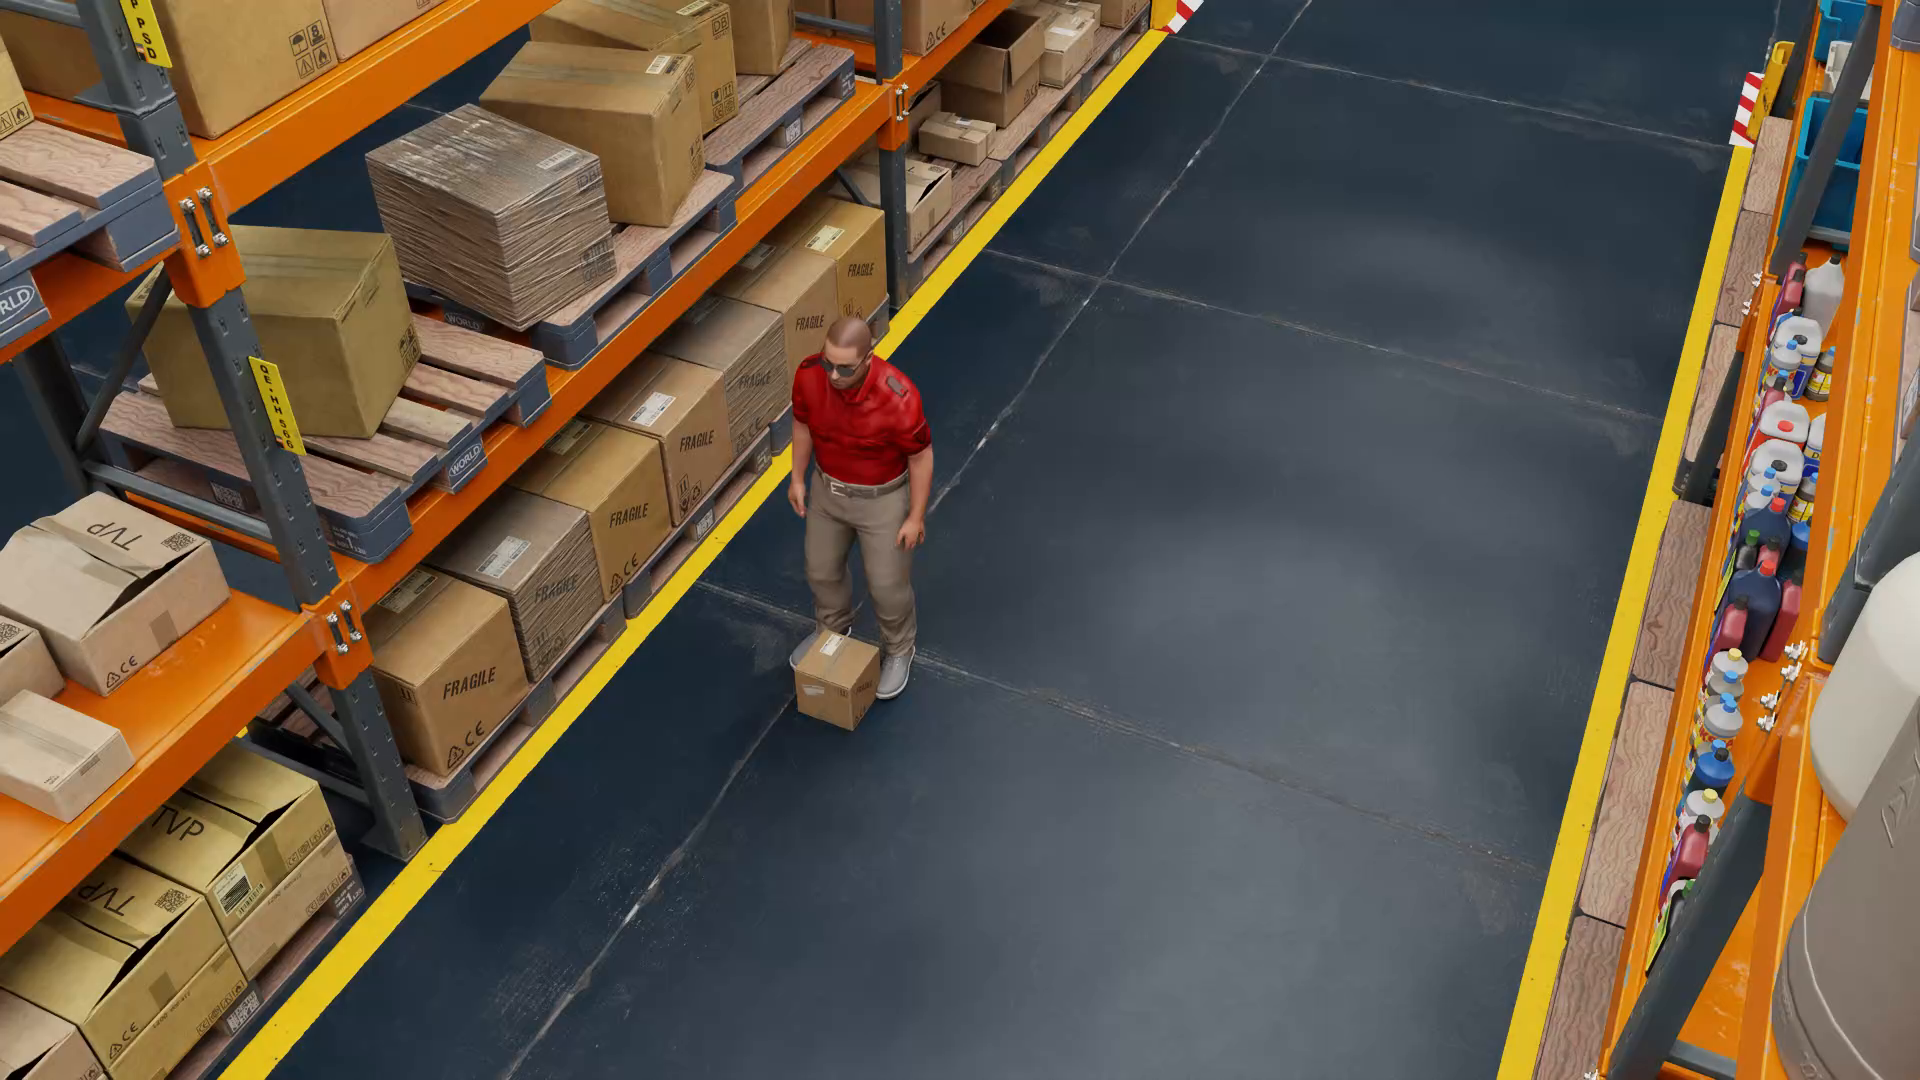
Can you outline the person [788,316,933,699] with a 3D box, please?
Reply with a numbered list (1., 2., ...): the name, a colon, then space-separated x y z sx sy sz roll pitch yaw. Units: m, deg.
1. person: -0.387 -0.149 6.338 0.583 1.726 0.394 17 45 18
